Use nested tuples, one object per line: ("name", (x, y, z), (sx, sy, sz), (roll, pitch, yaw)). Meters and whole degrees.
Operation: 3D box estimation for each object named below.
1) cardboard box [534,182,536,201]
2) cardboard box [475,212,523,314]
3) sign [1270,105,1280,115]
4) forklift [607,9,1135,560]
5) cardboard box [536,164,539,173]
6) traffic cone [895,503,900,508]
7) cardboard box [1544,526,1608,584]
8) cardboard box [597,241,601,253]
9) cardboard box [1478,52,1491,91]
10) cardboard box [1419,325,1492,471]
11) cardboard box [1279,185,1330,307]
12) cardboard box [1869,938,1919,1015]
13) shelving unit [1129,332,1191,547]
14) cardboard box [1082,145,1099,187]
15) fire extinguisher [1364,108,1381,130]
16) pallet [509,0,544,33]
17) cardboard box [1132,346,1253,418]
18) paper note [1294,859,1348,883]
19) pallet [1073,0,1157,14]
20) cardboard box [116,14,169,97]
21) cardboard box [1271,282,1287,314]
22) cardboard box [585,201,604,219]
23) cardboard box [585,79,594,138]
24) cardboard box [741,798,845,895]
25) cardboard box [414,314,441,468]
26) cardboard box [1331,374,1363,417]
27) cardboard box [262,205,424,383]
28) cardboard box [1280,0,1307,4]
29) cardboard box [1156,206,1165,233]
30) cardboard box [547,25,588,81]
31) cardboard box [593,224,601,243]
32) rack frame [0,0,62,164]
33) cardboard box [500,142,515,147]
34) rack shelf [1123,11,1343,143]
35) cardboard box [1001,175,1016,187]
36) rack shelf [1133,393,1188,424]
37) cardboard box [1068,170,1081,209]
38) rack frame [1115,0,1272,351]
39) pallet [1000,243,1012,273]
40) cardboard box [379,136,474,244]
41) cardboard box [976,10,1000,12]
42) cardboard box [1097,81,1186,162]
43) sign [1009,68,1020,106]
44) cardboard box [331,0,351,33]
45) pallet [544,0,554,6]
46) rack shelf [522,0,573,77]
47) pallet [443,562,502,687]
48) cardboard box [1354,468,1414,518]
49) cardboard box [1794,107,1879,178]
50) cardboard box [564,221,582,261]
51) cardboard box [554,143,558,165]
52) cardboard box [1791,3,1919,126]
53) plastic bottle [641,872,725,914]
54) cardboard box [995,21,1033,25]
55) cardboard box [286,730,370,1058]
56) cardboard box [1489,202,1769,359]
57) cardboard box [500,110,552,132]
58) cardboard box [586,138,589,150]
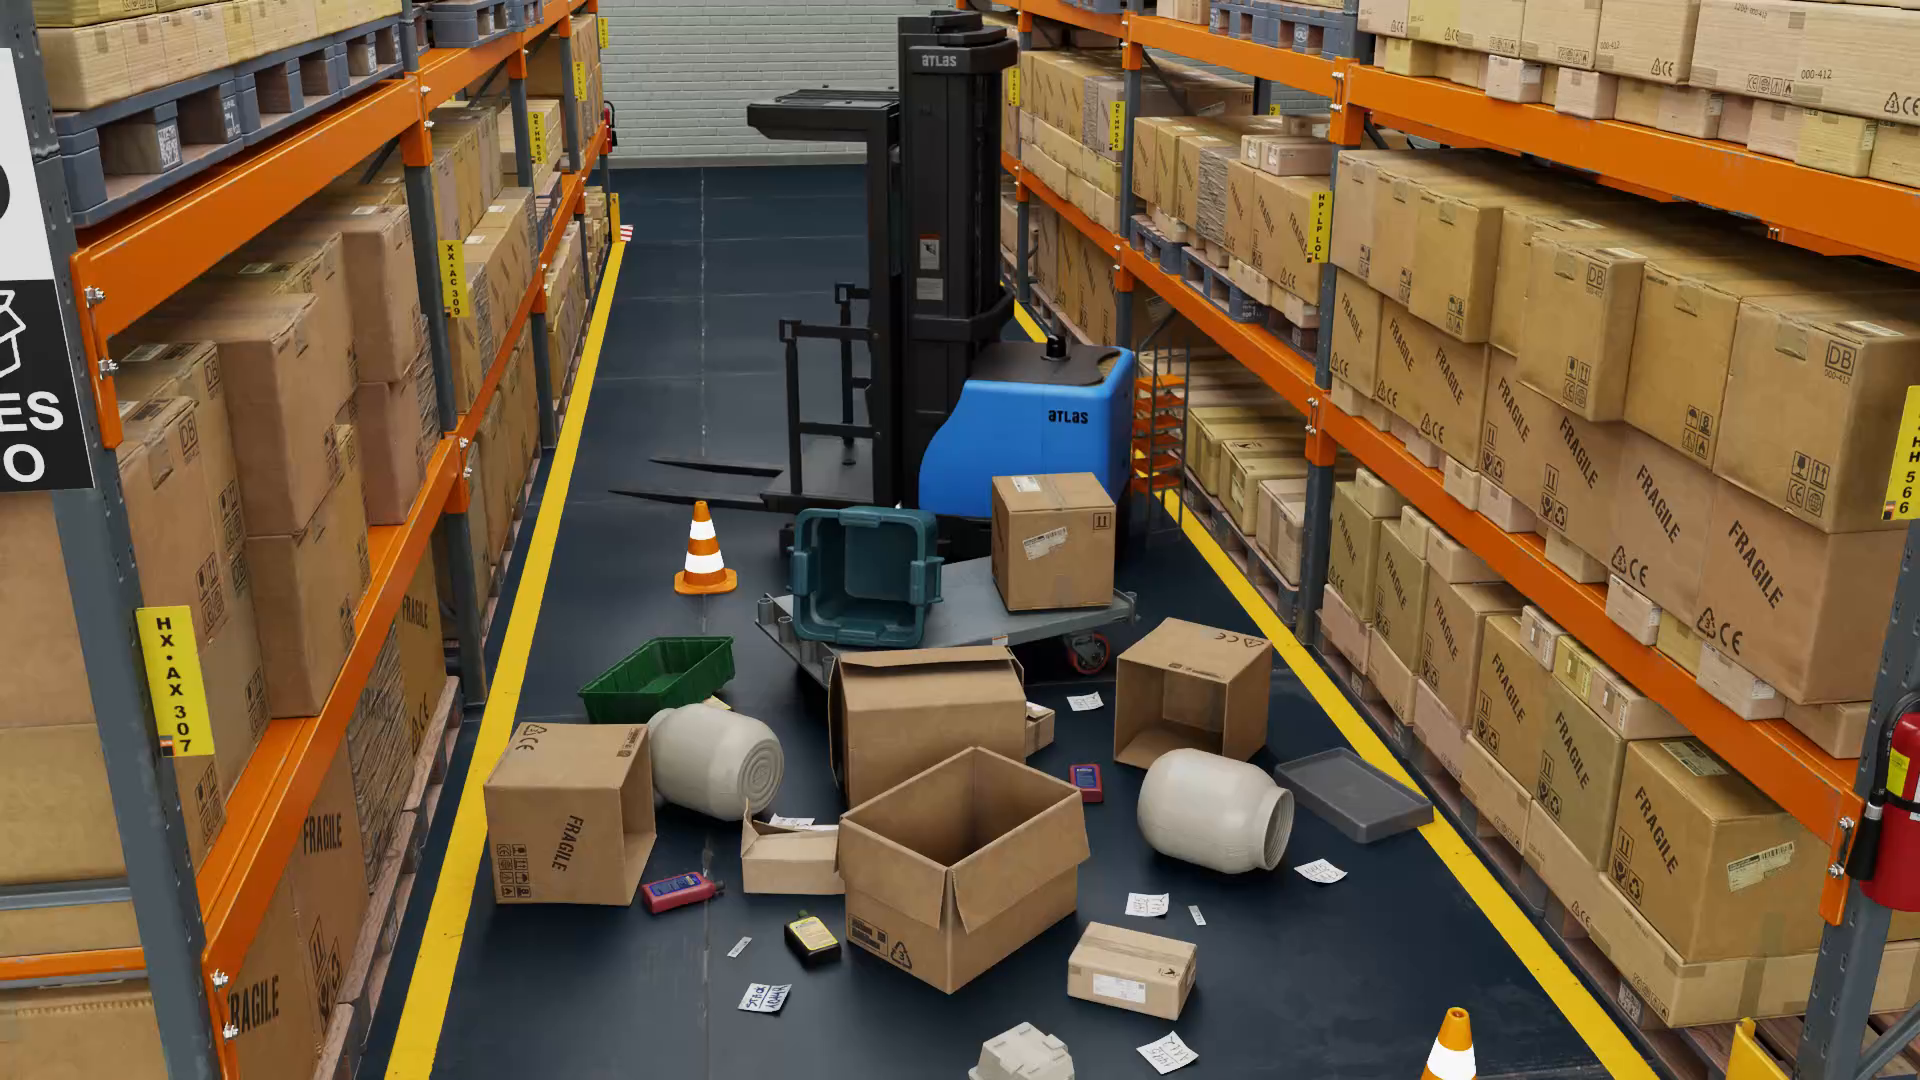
("cardboard box", (-3.210, -2.447, 11.741), (0.380, 0.149, 0.250), (-2, 21, -5))
("cardboard box", (-2.794, -1.576, 9.505), (0.500, 0.500, 0.500), (-3, 21, -9))
("sign", (2.152, -2.838, 11.485), (0.100, 0.325, 0.005), (-3, 21, -8))
("forklift", (-0.548, -1.447, 9.401), (3.031, 2.935, 1.130), (5, 21, 13))
("cardboard box", (-3.293, -2.773, 12.186), (0.380, 0.149, 0.250), (-3, 21, -8))
("traffic cone", (-0.402, -0.137, 9.422), (0.336, 0.463, 0.334), (-3, 21, -8))
("cardboard box", (2.250, 0.028, 5.713), (0.380, 0.149, 0.250), (-3, 21, -8))
("cardboard box", (-3.881, -3.031, 17.018), (0.380, 0.149, 0.250), (-3, 21, -7))
("cardboard box", (2.147, -1.728, 6.129), (0.380, 0.149, 0.250), (-4, 21, -9))
("cardboard box", (2.136, -0.589, 6.439), (0.500, 0.500, 0.500), (-3, 21, -8))
("cardboard box", (1.899, -1.448, 8.138), (0.500, 0.500, 0.500), (-3, 21, -9))
("cardboard box", (2.927, 1.266, 5.368), (0.500, 0.250, 0.500), (-3, 21, -8))
("shelving unit", (1.139, -0.567, 9.515), (0.258, 1.200, 0.189), (-11, 23, -25))
("cardboard box", (1.218, -2.798, 12.420), (0.500, 0.250, 0.500), (-3, 21, -9))
("fire extinguisher", (4.896, -5.140, 19.834), (0.296, 0.674, 0.183), (-3, 21, -8))
("pallet", (-3.122, -3.113, 9.748), (1.213, 0.211, 1.003), (-2, 21, -5))
("cardboard box", (1.688, -1.071, 11.453), (0.950, 0.372, 0.625), (-4, 21, -11))
("paper note", (1.371, 1.255, 6.313), (0.142, 0.019, 0.148), (-11, 23, -26))
("pallet", (1.471, -3.839, 11.689), (1.213, 0.211, 1.003), (-2, 21, -5))
("cardboard box", (-1.884, -1.001, 3.439), (0.380, 0.149, 0.250), (-3, 21, -7))
("cardboard box", (1.825, -1.252, 8.541), (0.380, 0.149, 0.250), (-4, 21, -9))
("cardboard box", (-3.883, -3.400, 17.156), (0.380, 0.149, 0.250), (-2, 21, -6))
("cardboard box", (-3.781, -4.119, 15.890), (0.500, 0.500, 0.500), (-3, 21, -9))
("cardboard box", (-0.620, 1.151, 6.255), (0.396, 0.266, 0.258), (1, 20, 2))
("cardboard box", (-2.626, -0.575, 6.755), (0.875, 0.550, 0.550), (-3, 21, -8))
("cardboard box", (1.921, -0.674, 7.592), (0.380, 0.149, 0.250), (-3, 21, -8))
("cardboard box", (-2.477, -0.894, 6.065), (0.875, 0.550, 0.550), (-3, 21, -8))
("cardboard box", (1.898, -2.819, 8.303), (0.500, 0.250, 0.500), (-3, 21, -7))
("cardboard box", (1.481, -2.062, 10.709), (0.380, 0.149, 0.250), (-4, 21, -11))
("cardboard box", (-3.800, -4.580, 15.694), (0.500, 0.500, 0.500), (-3, 21, -7))
("cardboard box", (-3.812, -3.077, 16.717), (0.380, 0.149, 0.250), (-3, 21, -7))
("rack frame", (-2.114, -2.058, 2.364), (1.000, 3.000, 0.127), (-3, 21, -8))
("cardboard box", (-3.184, -2.637, 11.399), (0.380, 0.149, 0.250), (-3, 21, -9))
("rack shelf", (1.905, -2.677, 9.339), (1.077, 0.370, 4.000), (-3, 21, -8))
("cardboard box", (0.657, -3.844, 18.784), (0.875, 0.438, 0.875), (-4, 21, -10))
("rack shelf", (1.139, -0.750, 9.445), (0.258, 0.103, 0.180), (-11, 23, -25))
("cardboard box", (1.141, -2.745, 12.992), (0.500, 0.250, 0.500), (-3, 21, -8))
("rack frame", (1.617, -2.302, 11.591), (1.000, 3.000, 0.127), (-3, 21, -8))
("pallet", (0.829, -3.071, 17.636), (1.003, 0.211, 1.213), (-3, 21, -8))
("cardboard box", (-2.988, -1.847, 8.802), (0.700, 0.500, 0.500), (-3, 21, -8))
("cardboard box", (0.241, -5.754, 18.335), (0.380, 0.149, 0.250), (-2, 21, -7))
("cardboard box", (1.283, -2.983, 11.843), (0.500, 0.500, 0.500), (-3, 21, -9))
("sign", (0.491, -4.101, 15.058), (0.100, 0.325, 0.005), (-3, 21, -8))
("cardboard box", (-2.175, -1.702, 5.314), (0.380, 0.149, 0.250), (-3, 21, -7))
("pallet", (-3.708, -4.141, 12.498), (1.213, 0.211, 1.003), (-3, 21, -8))
("rack shelf", (-3.556, -3.778, 12.284), (1.077, 0.370, 4.000), (-3, 21, -8))
("pallet", (-2.876, 0.411, 8.314), (1.003, 0.211, 1.213), (-3, 21, -8))
("cardboard box", (1.970, -0.216, 7.339), (0.380, 0.149, 0.250), (-3, 21, -7))
("cardboard box", (2.373, -1.013, 4.214), (0.380, 0.149, 0.250), (-3, 21, -7))
("cardboard box", (-3.486, -2.534, 14.114), (0.500, 0.250, 0.500), (-3, 21, -9))
("cardboard box", (-3.519, -3.177, 13.694), (0.380, 0.149, 0.250), (-3, 21, -8))
("cardboard box", (2.429, -1.170, 4.063), (0.500, 0.250, 0.500), (-3, 21, -8))
("plastic bottle", (-1.023, 1.296, 6.159), (0.283, 0.061, 0.133), (-11, 23, -26))
("cardboard box", (0.559, -5.042, 16.430), (0.380, 0.149, 0.250), (-3, 21, -9))
("cardboard box", (-2.406, 1.015, 5.147), (0.875, 0.875, 0.875), (-3, 21, -9))
("cardboard box", (2.305, -0.879, 5.785), (0.700, 0.500, 0.500), (-3, 21, -8))
("cardboard box", (-3.480, -3.357, 13.326), (0.380, 0.149, 0.250), (-3, 21, -8))
("cardboard box", (-3.799, -3.852, 16.102), (0.380, 0.149, 0.250), (-2, 21, -5))
